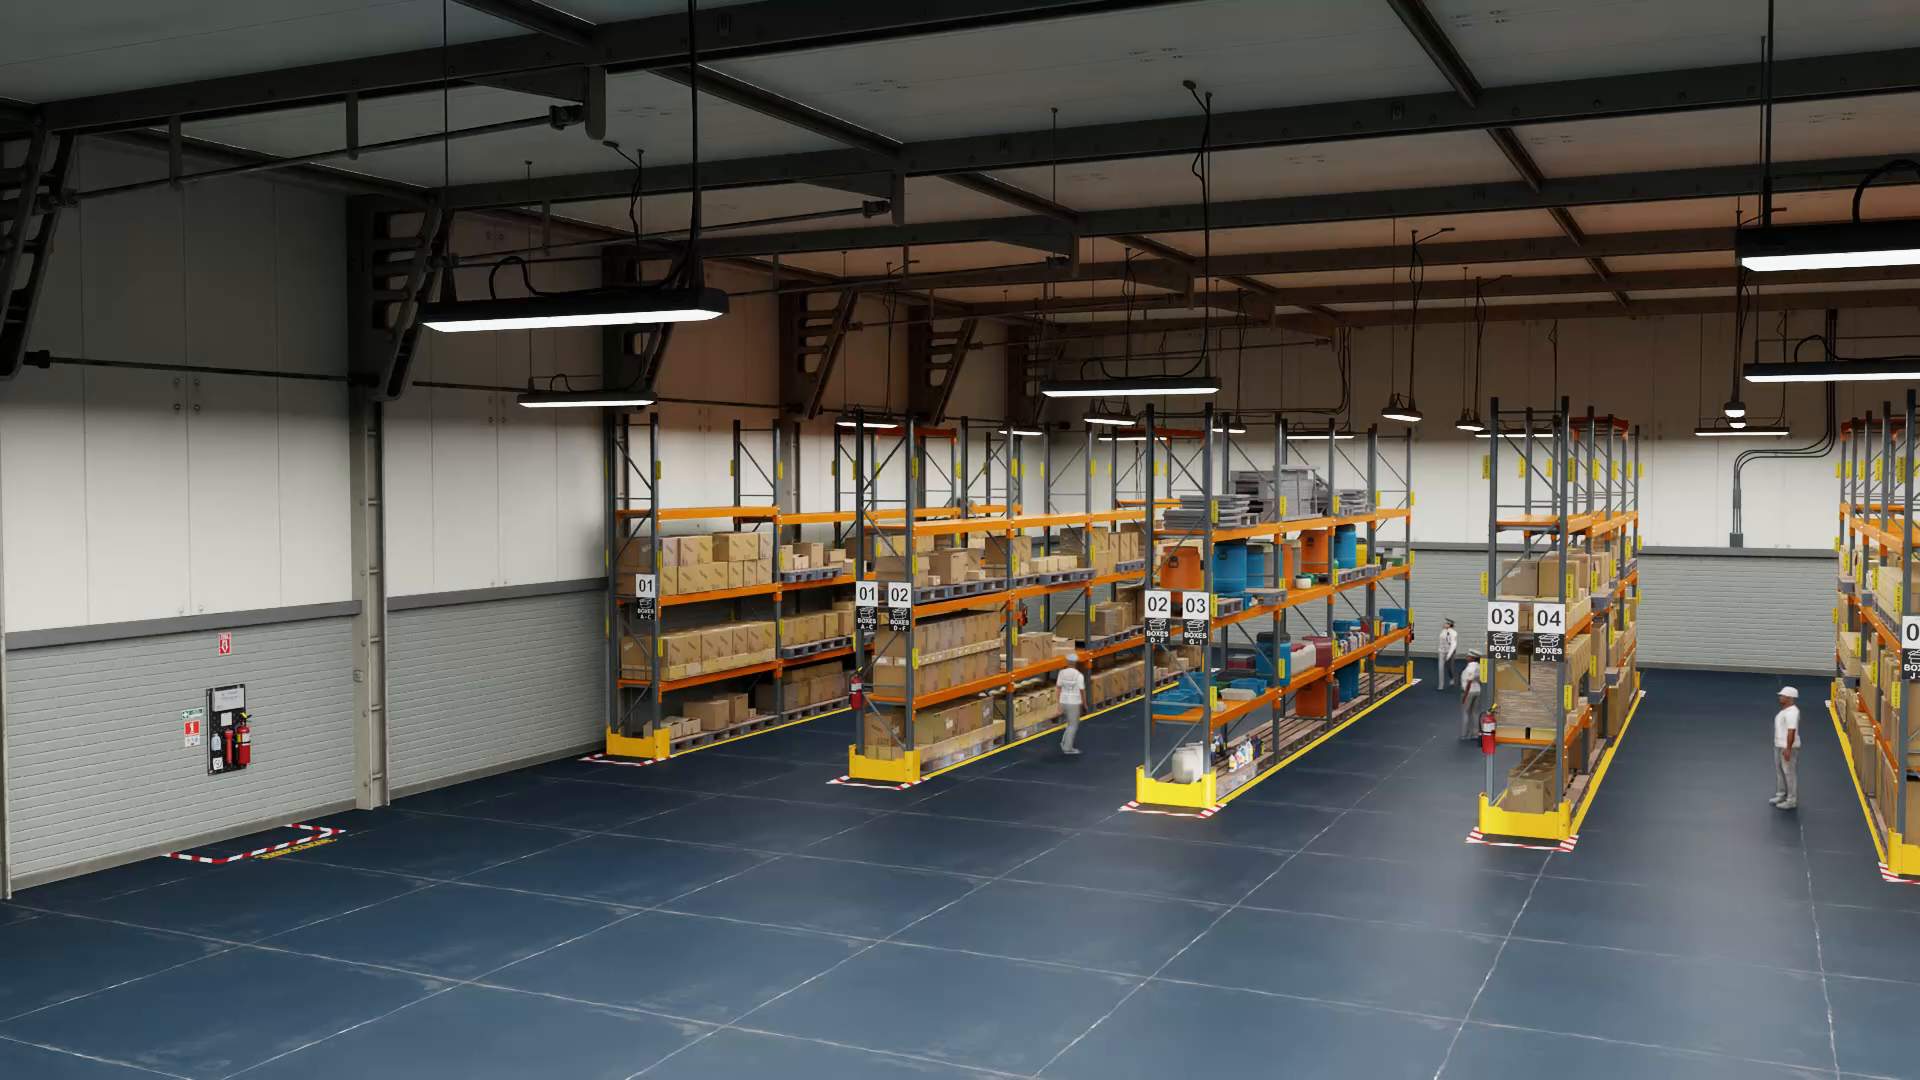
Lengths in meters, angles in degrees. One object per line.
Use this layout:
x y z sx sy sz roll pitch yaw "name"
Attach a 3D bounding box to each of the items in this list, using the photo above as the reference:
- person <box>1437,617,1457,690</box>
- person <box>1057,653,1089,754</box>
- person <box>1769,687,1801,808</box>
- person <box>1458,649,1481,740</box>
11.131 2.579 37.983 0.419 1.639 0.975 1 3 20 "person"
2.005 2.890 29.187 0.469 1.806 0.526 -1 3 -30 "person"
12.289 3.066 24.718 0.408 1.771 0.609 0 2 5 "person"
9.474 2.866 30.911 0.466 1.704 0.387 -2 3 -39 "person"
